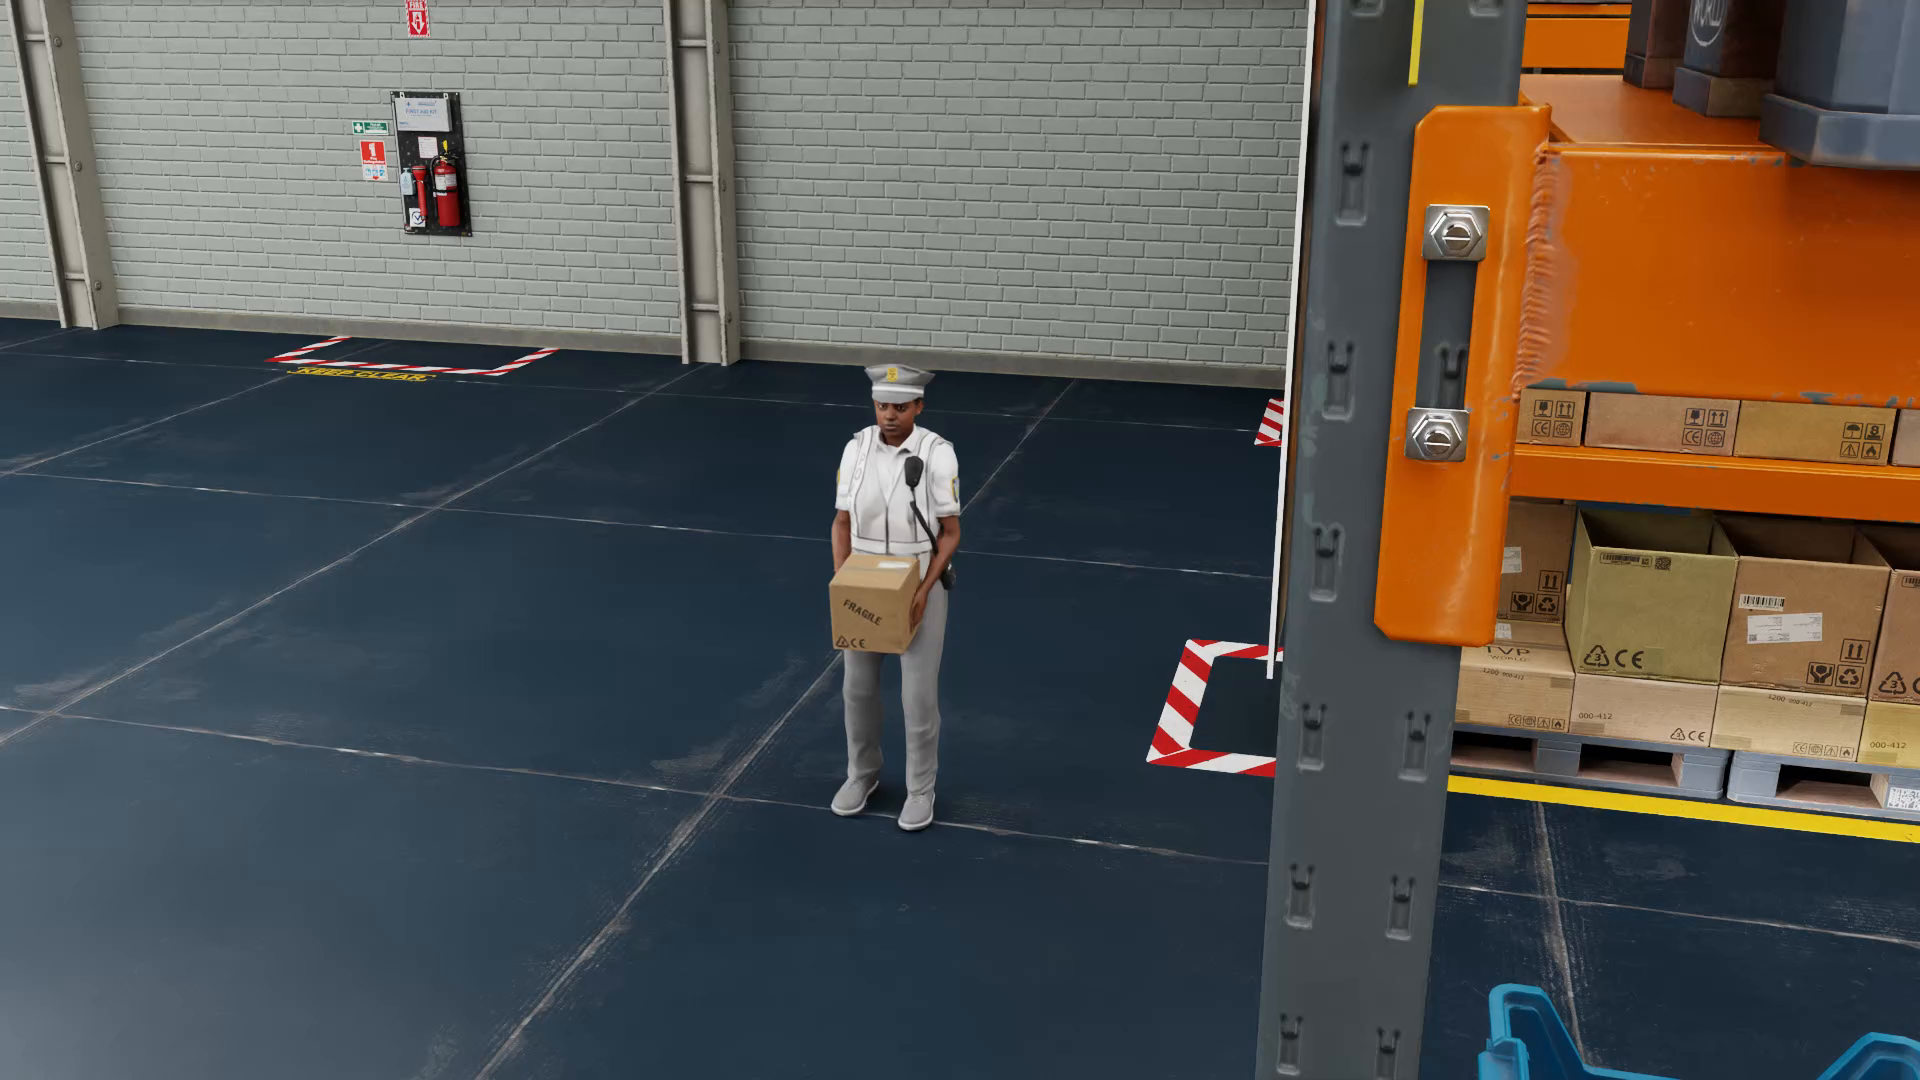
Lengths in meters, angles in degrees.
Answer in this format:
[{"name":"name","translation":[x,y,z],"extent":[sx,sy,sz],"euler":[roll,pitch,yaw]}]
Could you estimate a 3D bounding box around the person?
[{"name":"person","translation":[-0.238,0.195,5.927],"extent":[0.474,1.689,0.465],"euler":[4,19,13]}]
